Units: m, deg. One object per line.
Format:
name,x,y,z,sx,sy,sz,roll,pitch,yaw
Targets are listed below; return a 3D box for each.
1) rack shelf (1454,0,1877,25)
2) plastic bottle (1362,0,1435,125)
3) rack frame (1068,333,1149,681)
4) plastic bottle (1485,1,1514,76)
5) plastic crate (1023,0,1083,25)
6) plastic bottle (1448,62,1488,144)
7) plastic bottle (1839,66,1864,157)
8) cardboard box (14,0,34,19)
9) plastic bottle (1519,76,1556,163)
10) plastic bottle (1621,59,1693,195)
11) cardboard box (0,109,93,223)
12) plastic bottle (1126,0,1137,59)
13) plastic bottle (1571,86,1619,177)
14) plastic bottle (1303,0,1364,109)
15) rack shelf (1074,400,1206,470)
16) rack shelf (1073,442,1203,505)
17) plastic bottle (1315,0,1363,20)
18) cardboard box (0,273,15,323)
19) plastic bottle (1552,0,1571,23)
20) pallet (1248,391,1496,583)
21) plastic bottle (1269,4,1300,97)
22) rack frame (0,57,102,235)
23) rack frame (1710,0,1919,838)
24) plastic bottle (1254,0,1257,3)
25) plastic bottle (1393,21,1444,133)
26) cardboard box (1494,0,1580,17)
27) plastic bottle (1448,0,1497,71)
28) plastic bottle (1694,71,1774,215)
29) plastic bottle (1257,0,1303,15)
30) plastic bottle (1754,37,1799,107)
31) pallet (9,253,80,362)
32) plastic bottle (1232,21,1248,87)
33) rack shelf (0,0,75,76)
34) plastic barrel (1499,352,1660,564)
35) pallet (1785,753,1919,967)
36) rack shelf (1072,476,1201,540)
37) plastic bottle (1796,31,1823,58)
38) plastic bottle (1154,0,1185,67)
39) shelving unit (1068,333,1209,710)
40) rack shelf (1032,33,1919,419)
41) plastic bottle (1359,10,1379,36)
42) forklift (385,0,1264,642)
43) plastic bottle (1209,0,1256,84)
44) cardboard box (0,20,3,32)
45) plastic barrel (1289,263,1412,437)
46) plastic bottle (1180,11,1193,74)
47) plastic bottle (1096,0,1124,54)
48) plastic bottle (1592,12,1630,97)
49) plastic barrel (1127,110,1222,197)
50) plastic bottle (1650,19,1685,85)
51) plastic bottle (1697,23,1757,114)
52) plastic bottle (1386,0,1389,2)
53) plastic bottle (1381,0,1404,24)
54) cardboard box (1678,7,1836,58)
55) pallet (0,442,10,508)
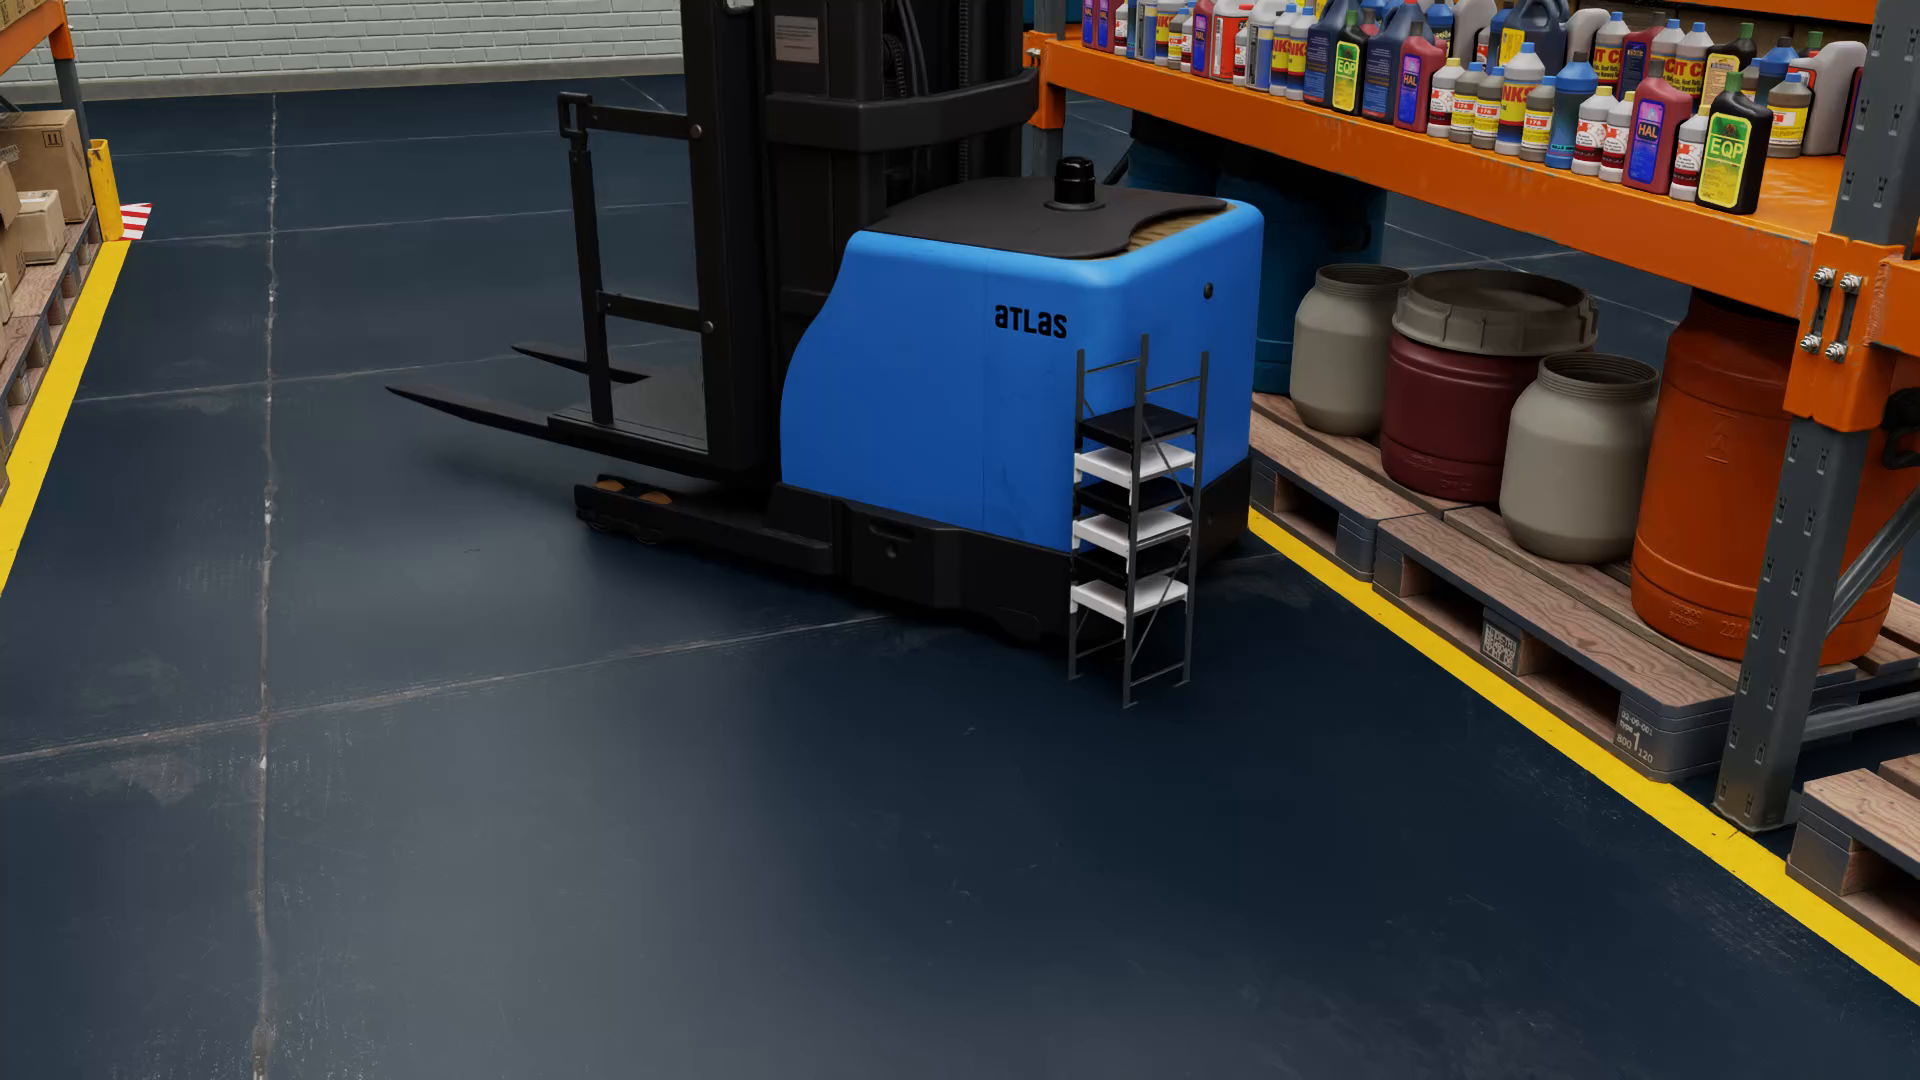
rack shelf,4.713,-3.342,10.242,1.077,0.370,4.000,-8,24,-19
plastic bottle,1.236,-1.358,4.673,0.144,0.351,0.185,-8,24,-19
rack frame,0.378,-0.074,4.268,0.240,0.900,0.006,-18,29,-36
plastic bottle,1.721,-1.564,5.265,0.097,0.271,0.097,0,23,0
plastic crate,0.302,-2.410,7.049,0.392,0.384,0.575,-8,24,-19
plastic bottle,1.346,-1.151,4.374,0.097,0.201,0.097,0,23,0
plastic bottle,2.276,-1.087,4.117,0.061,0.283,0.133,-8,24,-19
cardboard box,-4.491,-2.593,7.410,0.500,0.500,0.500,-8,24,-19
plastic bottle,1.449,-1.045,4.122,0.097,0.201,0.097,0,23,0
plastic bottle,1.576,-0.932,3.749,0.061,0.283,0.133,-8,24,-19
cardboard box,-4.839,-1.929,8.617,0.500,0.500,0.500,-8,24,-19
plastic bottle,0.656,-1.893,6.044,0.097,0.271,0.097,0,23,0
plastic bottle,1.518,-0.974,3.955,0.097,0.201,0.097,0,23,0
plastic bottle,1.124,-1.474,4.948,0.144,0.351,0.185,-8,24,-19
rack shelf,0.443,-0.262,4.103,0.258,0.077,0.200,-18,29,-36
rack shelf,0.443,-0.179,4.138,0.258,0.077,0.200,-18,29,-36
plastic bottle,1.348,-1.868,5.884,0.144,0.351,0.185,-8,24,-19
cardboard box,-4.110,-0.981,6.797,0.380,0.166,0.250,-8,24,-19
plastic bottle,1.806,-1.555,5.140,0.144,0.351,0.185,-8,24,-19
pallet,1.455,-0.252,5.576,1.003,0.211,1.213,-8,24,-19
plastic bottle,1.018,-1.520,5.161,0.097,0.271,0.097,0,23,0
rack frame,-5.262,-3.042,8.605,1.000,3.000,0.127,-8,24,-19
rack frame,2.199,-0.813,3.318,1.000,3.000,0.127,-8,24,-19
plastic bottle,1.118,-2.053,6.514,0.097,0.201,0.097,0,23,0
plastic bottle,1.254,-1.263,4.536,0.061,0.283,0.133,-8,24,-19
cardboard box,4.308,-3.393,11.632,0.875,0.875,0.875,-8,24,-19
plastic bottle,1.665,-1.662,5.490,0.152,0.276,0.135,-8,24,-19
plastic bottle,1.657,-0.848,3.550,0.061,0.283,0.133,-8,24,-19
plastic bottle,1.063,-1.674,5.519,0.152,0.276,0.135,-8,24,-19
plastic bottle,2.113,-1.161,4.309,0.097,0.271,0.097,0,23,0
pallet,-4.525,-0.997,7.344,1.003,0.211,1.213,-8,24,-19
plastic bottle,0.936,-1.573,5.375,0.097,0.201,0.097,0,23,0
rack shelf,-4.555,-1.984,7.021,1.077,0.370,4.000,-8,24,-19
plastic barrel,1.728,-0.229,4.593,0.421,0.512,0.421,0,23,0
pallet,2.437,0.758,3.179,1.003,0.211,1.213,-8,24,-19
rack shelf,0.443,-0.096,4.173,0.258,0.077,0.200,-18,29,-36
plastic bottle,2.181,-1.184,4.348,0.061,0.283,0.133,-8,24,-19
plastic bottle,0.738,-1.808,5.844,0.097,0.271,0.097,0,23,0
shelving unit,0.443,-0.044,4.195,0.258,0.900,0.210,-18,29,-36
rack shelf,1.493,-1.209,5.182,1.077,0.370,4.000,-8,24,-19
plastic bottle,1.198,-1.387,4.830,0.061,0.283,0.133,-8,24,-19
forklift,-0.623,-1.492,5.015,3.031,2.935,1.130,14,27,30
plastic bottle,0.921,-1.653,5.469,0.152,0.276,0.135,-8,24,-19
cardboard box,-4.133,-2.225,6.538,0.500,0.500,0.500,-8,24,-19
plastic barrel,1.329,-0.639,5.567,0.421,0.512,0.421,0,23,0
plastic bottle,0.807,-1.705,5.690,0.097,0.201,0.097,0,23,0
plastic bottle,0.564,-1.973,6.219,0.061,0.283,0.133,-8,24,-19
plastic bottle,1.926,-1.421,4.926,0.097,0.271,0.097,0,23,0
plastic barrel,0.963,-1.293,6.618,0.600,0.901,0.708,-8,24,-19
plastic bottle,2.007,-1.337,4.727,0.097,0.271,0.097,0,23,0
plastic bottle,2.099,-1.268,4.547,0.061,0.283,0.133,-8,24,-19
plastic bottle,1.535,-1.795,5.806,0.152,0.276,0.135,-8,24,-19
plastic bottle,1.473,-1.720,5.634,0.097,0.271,0.097,0,23,0
cardboard box,4.944,-2.739,10.081,0.875,0.875,0.875,-8,24,-19
pallet,-3.526,-0.013,5.010,1.003,0.211,1.213,-8,24,-19
